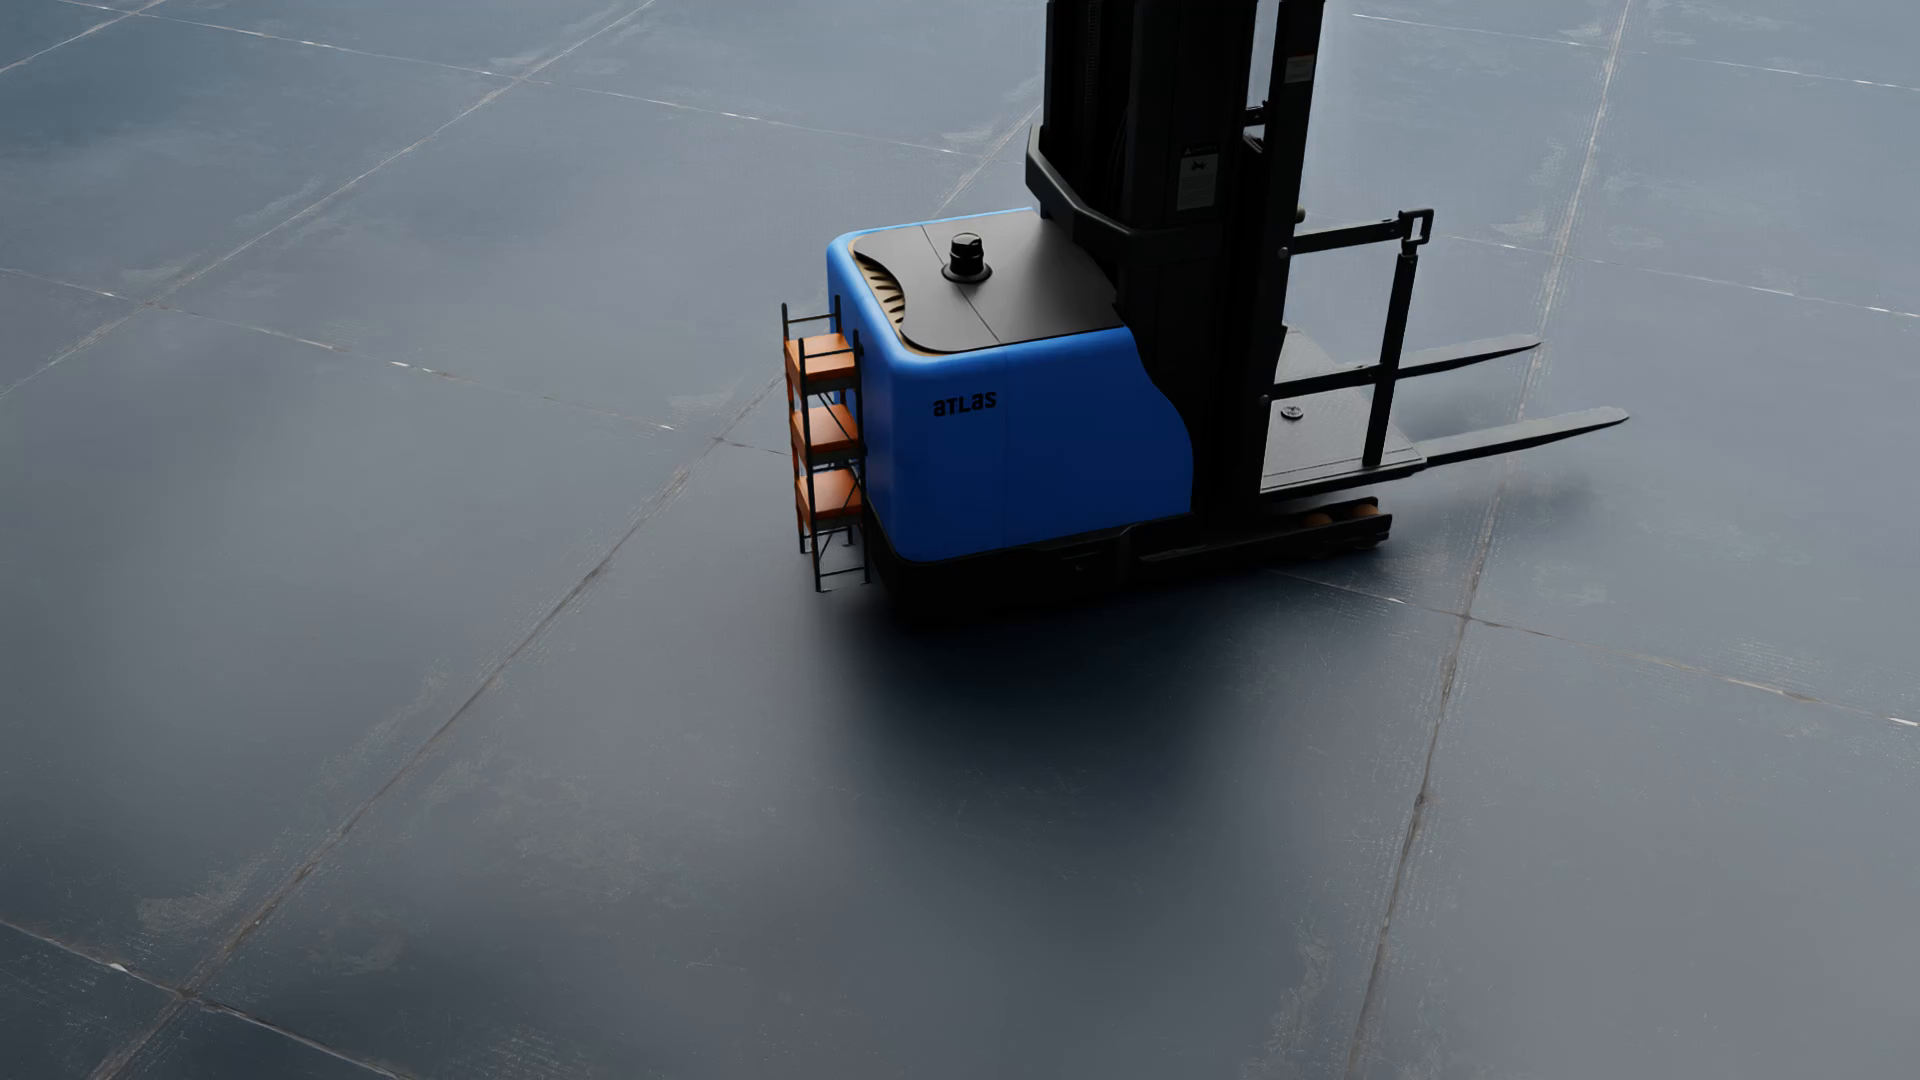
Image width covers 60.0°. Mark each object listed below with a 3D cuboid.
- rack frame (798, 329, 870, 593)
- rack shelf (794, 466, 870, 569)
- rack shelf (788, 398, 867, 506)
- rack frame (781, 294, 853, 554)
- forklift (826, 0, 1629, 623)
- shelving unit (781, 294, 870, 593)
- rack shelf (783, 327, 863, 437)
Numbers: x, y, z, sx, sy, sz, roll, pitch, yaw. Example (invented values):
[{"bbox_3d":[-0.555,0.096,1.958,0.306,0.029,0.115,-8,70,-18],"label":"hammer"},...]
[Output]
[{"bbox_3d":[-0.425,-0.248,5.704,0.200,1.050,0.008,-11,38,-14],"label":"rack frame"},{"bbox_3d":[-0.461,-0.086,5.970,0.215,0.259,0.240,-11,38,-14],"label":"rack shelf"},{"bbox_3d":[-0.462,-0.309,5.803,0.215,0.259,0.240,-11,38,-14],"label":"rack shelf"},{"bbox_3d":[-0.499,-0.387,5.890,0.200,1.050,0.008,-11,38,-14],"label":"rack frame"},{"bbox_3d":[1.086,-1.395,5.669,3.031,2.935,1.130,-11,38,-14],"label":"forklift"},{"bbox_3d":[-0.462,-0.317,5.797,0.215,1.050,0.252,-11,38,-14],"label":"shelving unit"},{"bbox_3d":[-0.463,-0.536,5.633,0.215,0.259,0.240,-11,38,-14],"label":"rack shelf"}]
